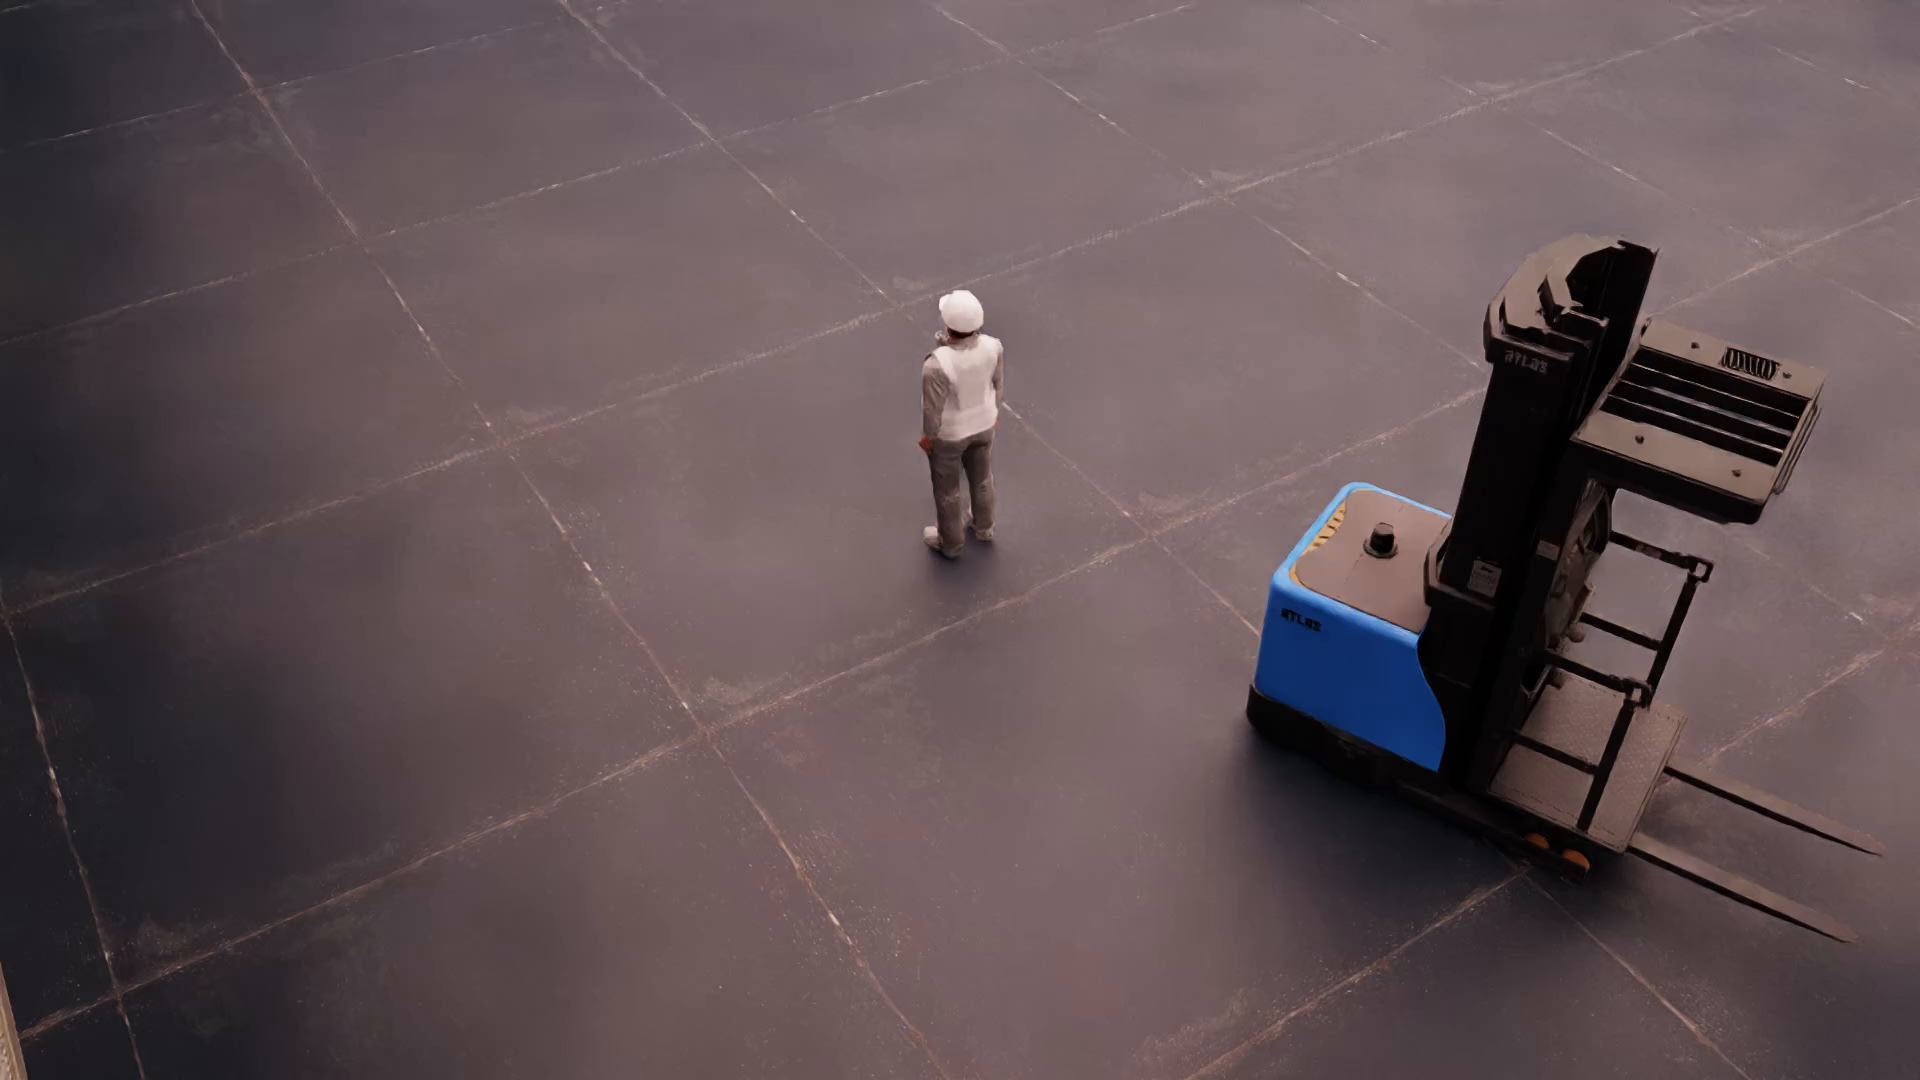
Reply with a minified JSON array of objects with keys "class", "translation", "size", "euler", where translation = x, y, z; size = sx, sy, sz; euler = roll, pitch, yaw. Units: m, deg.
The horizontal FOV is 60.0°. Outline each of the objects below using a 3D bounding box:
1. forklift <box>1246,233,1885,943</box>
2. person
[{"class":"forklift","translation":[3.043,0.177,7.669],"size":[3.031,2.935,1.130],"euler":[24,47,25]},{"class":"person","translation":[-0.006,-0.671,9.519],"size":[0.529,1.776,0.356],"euler":[-23,46,-24]}]
